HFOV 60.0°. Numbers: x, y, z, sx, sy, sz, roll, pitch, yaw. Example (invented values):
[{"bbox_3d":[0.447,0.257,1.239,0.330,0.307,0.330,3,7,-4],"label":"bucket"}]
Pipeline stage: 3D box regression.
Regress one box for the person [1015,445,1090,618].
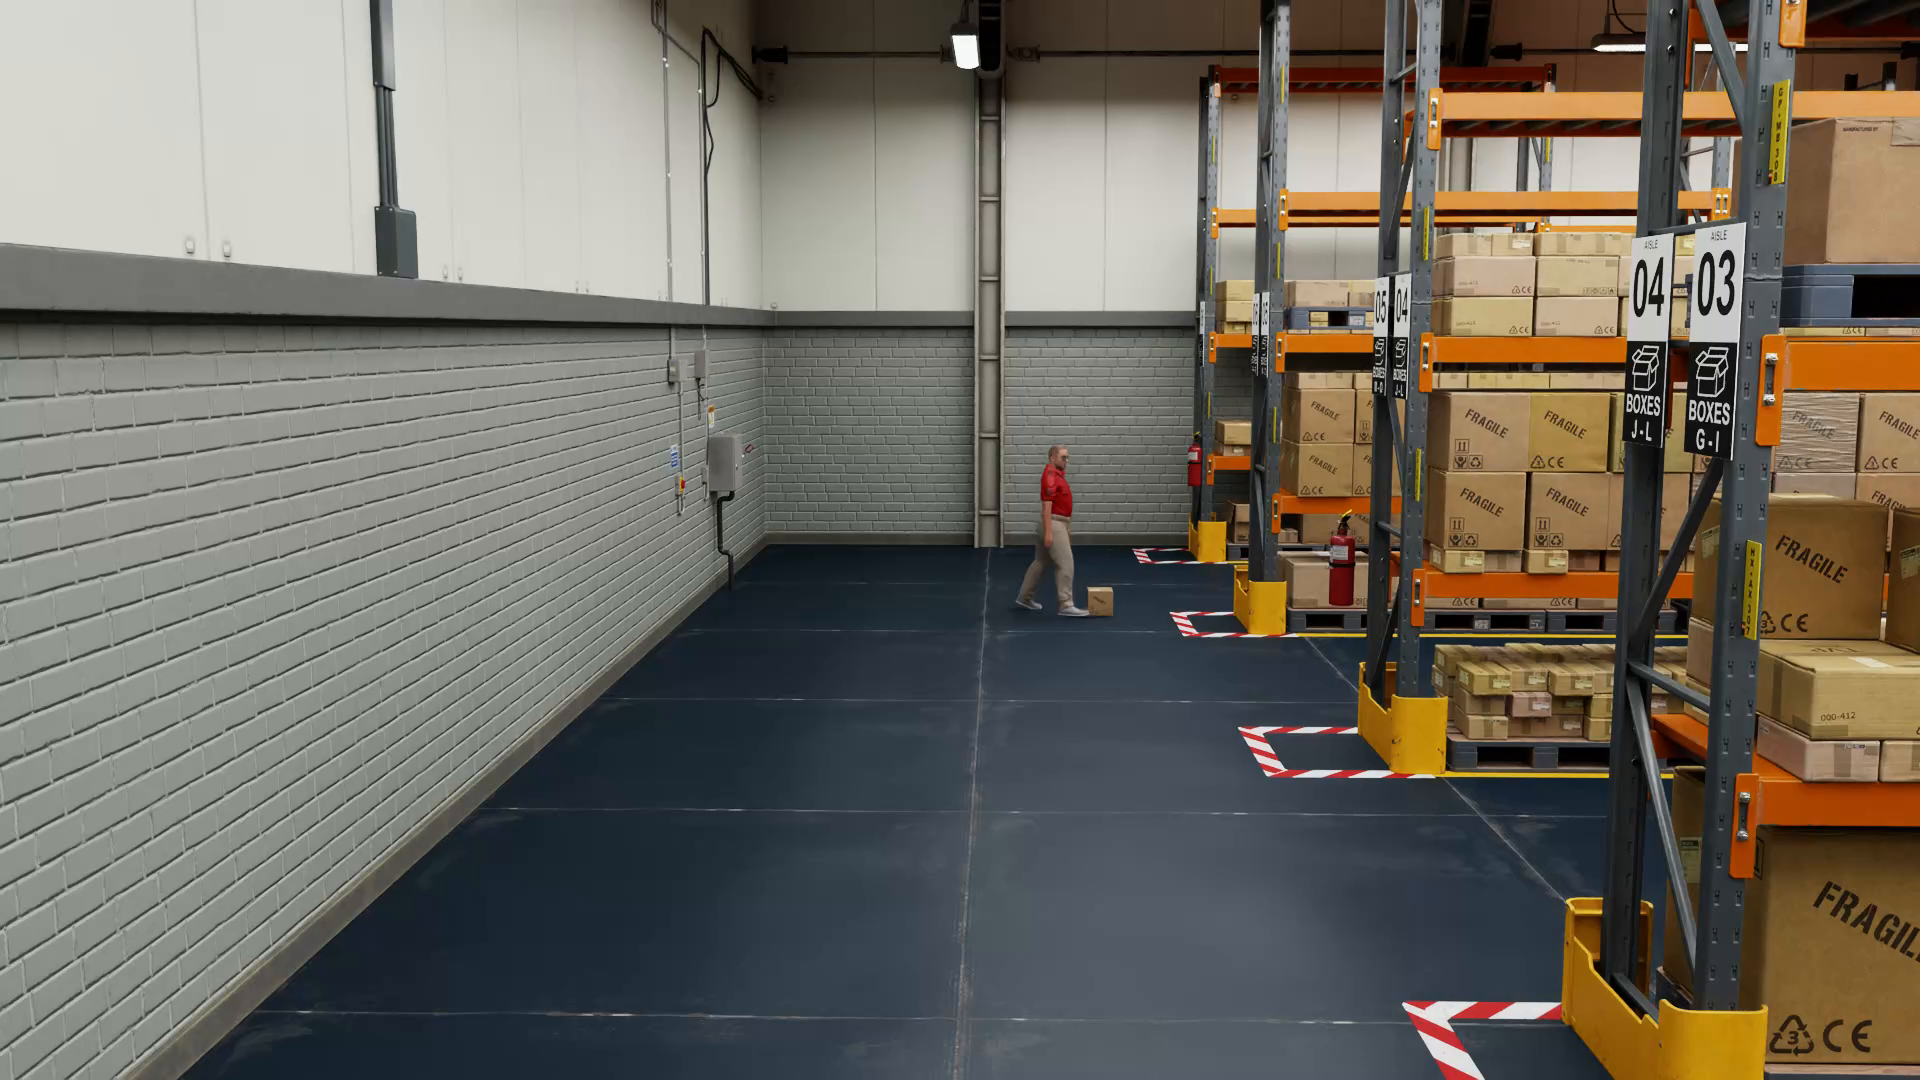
[{"bbox_3d":[0.940,-0.102,16.753,0.760,1.730,0.615,1,7,5],"label":"person"}]
